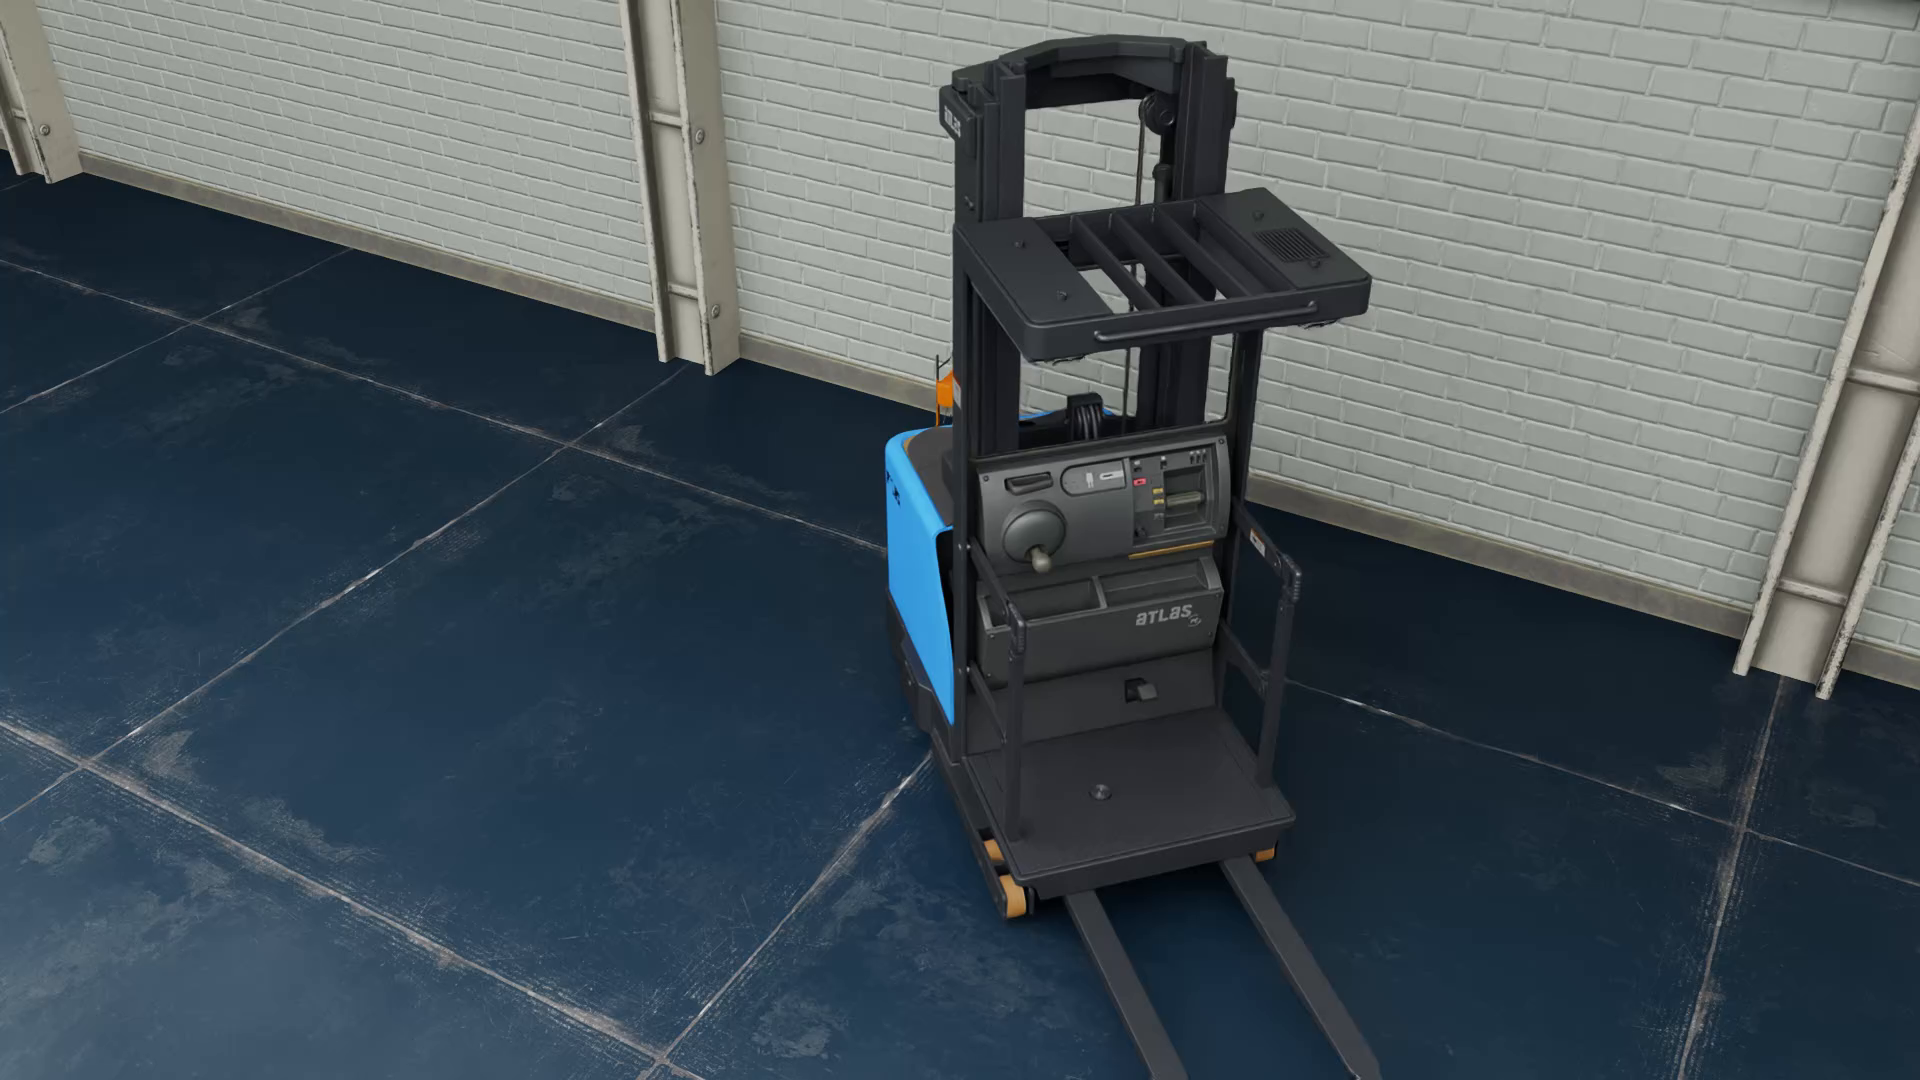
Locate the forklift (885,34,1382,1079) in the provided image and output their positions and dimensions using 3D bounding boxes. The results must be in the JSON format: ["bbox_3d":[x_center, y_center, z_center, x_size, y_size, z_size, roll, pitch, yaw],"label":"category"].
[{"bbox_3d":[0.583,-0.070,5.710,1.130,2.935,3.031,-9,35,-14],"label":"forklift"}]

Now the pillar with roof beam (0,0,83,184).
[{"bbox_3d":[-8.884,-4.408,6.750,0.400,9.000,9.100,18,37,24],"label":"pillar with roof beam"}]

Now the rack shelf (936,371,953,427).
[{"bbox_3d":[0.046,-0.650,7.785,0.240,0.259,0.215,18,37,24],"label":"rack shelf"}]

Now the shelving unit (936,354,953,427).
[{"bbox_3d":[0.046,-0.422,7.937,0.252,1.050,0.215,18,37,24],"label":"shelving unit"}]

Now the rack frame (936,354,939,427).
[{"bbox_3d":[-0.059,-0.456,7.987,0.008,1.050,0.200,18,37,24],"label":"rack frame"}]

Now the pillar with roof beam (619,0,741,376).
[{"bbox_3d":[-3.675,-2.758,4.272,0.400,9.000,9.100,18,37,24],"label":"pillar with roof beam"}]

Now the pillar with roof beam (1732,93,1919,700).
[{"bbox_3d":[1.535,-1.108,1.794,0.400,9.000,9.100,18,37,24],"label":"pillar with roof beam"}]
